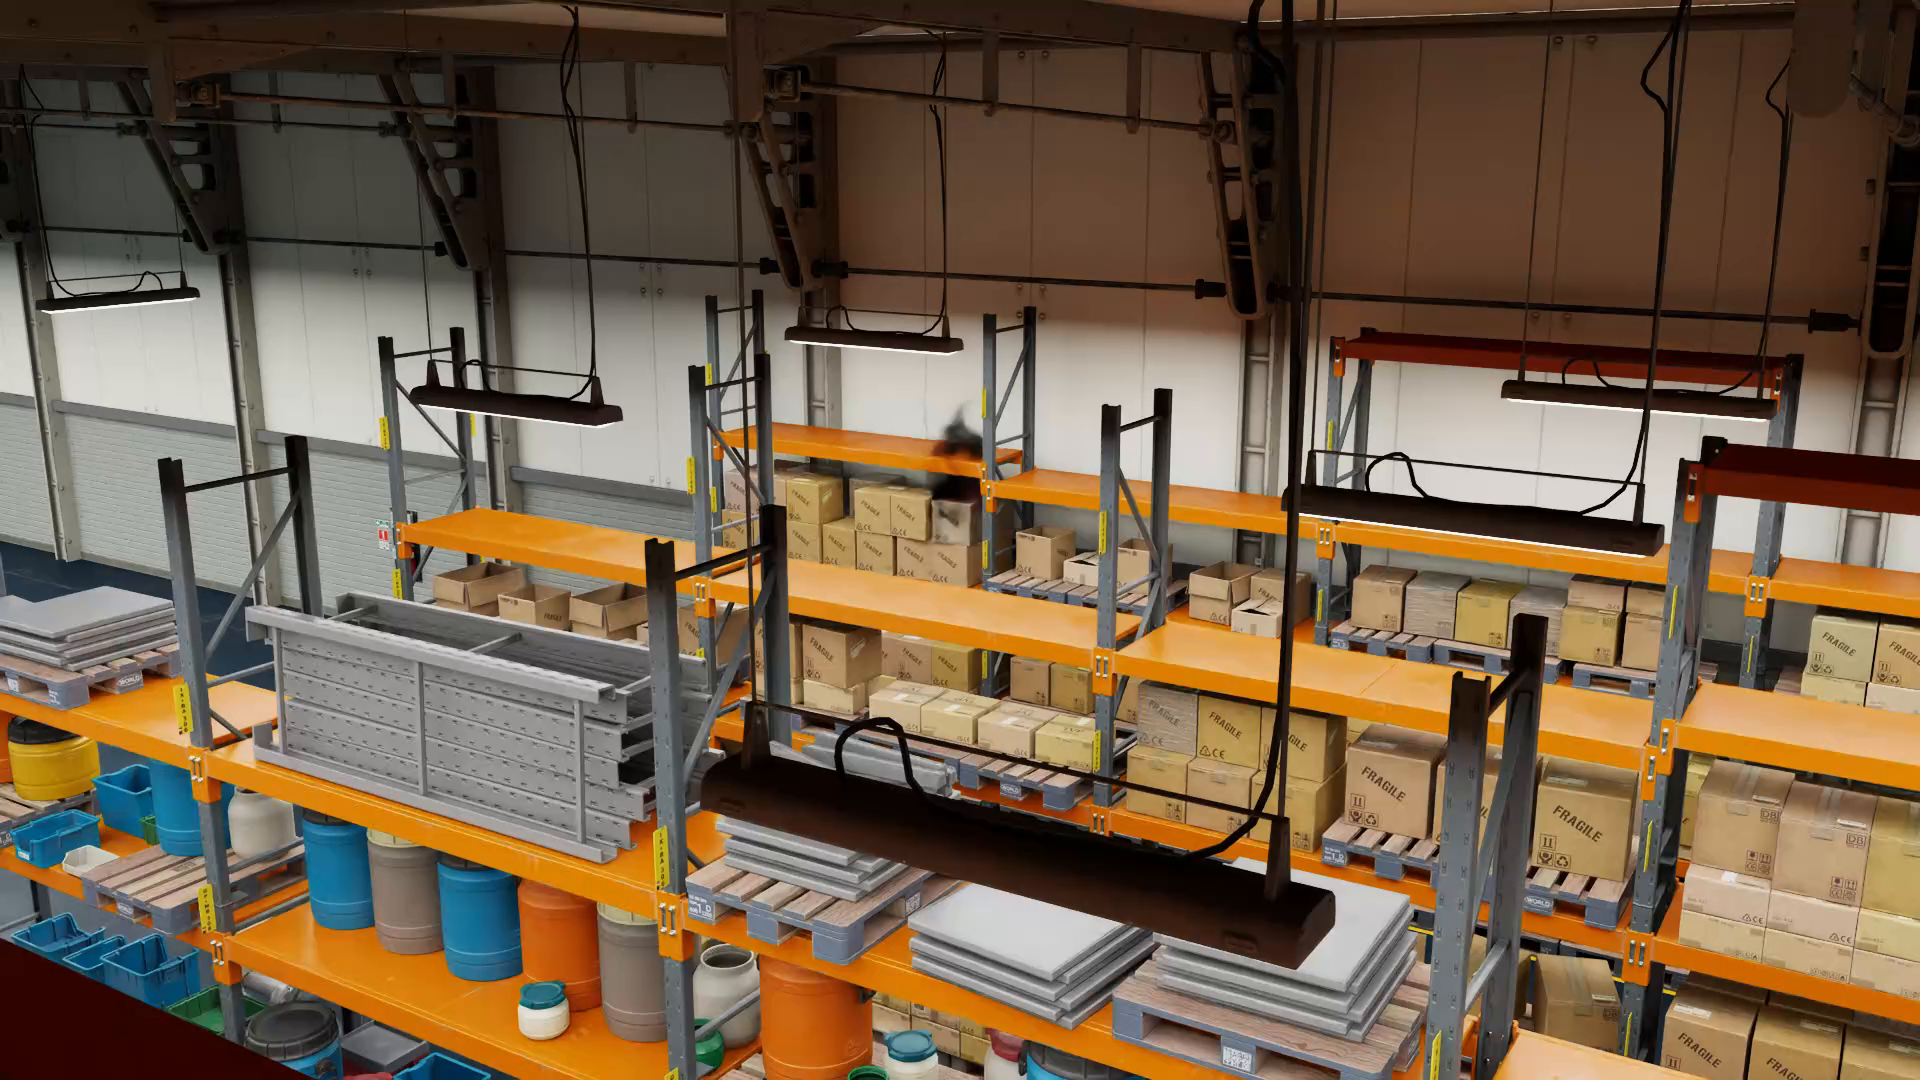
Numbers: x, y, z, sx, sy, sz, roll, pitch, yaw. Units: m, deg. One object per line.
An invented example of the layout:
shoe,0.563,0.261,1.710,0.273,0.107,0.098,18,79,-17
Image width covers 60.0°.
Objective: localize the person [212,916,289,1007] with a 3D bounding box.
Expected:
person,-6.420,3.643,14.933,0.633,1.722,0.707,5,15,18
